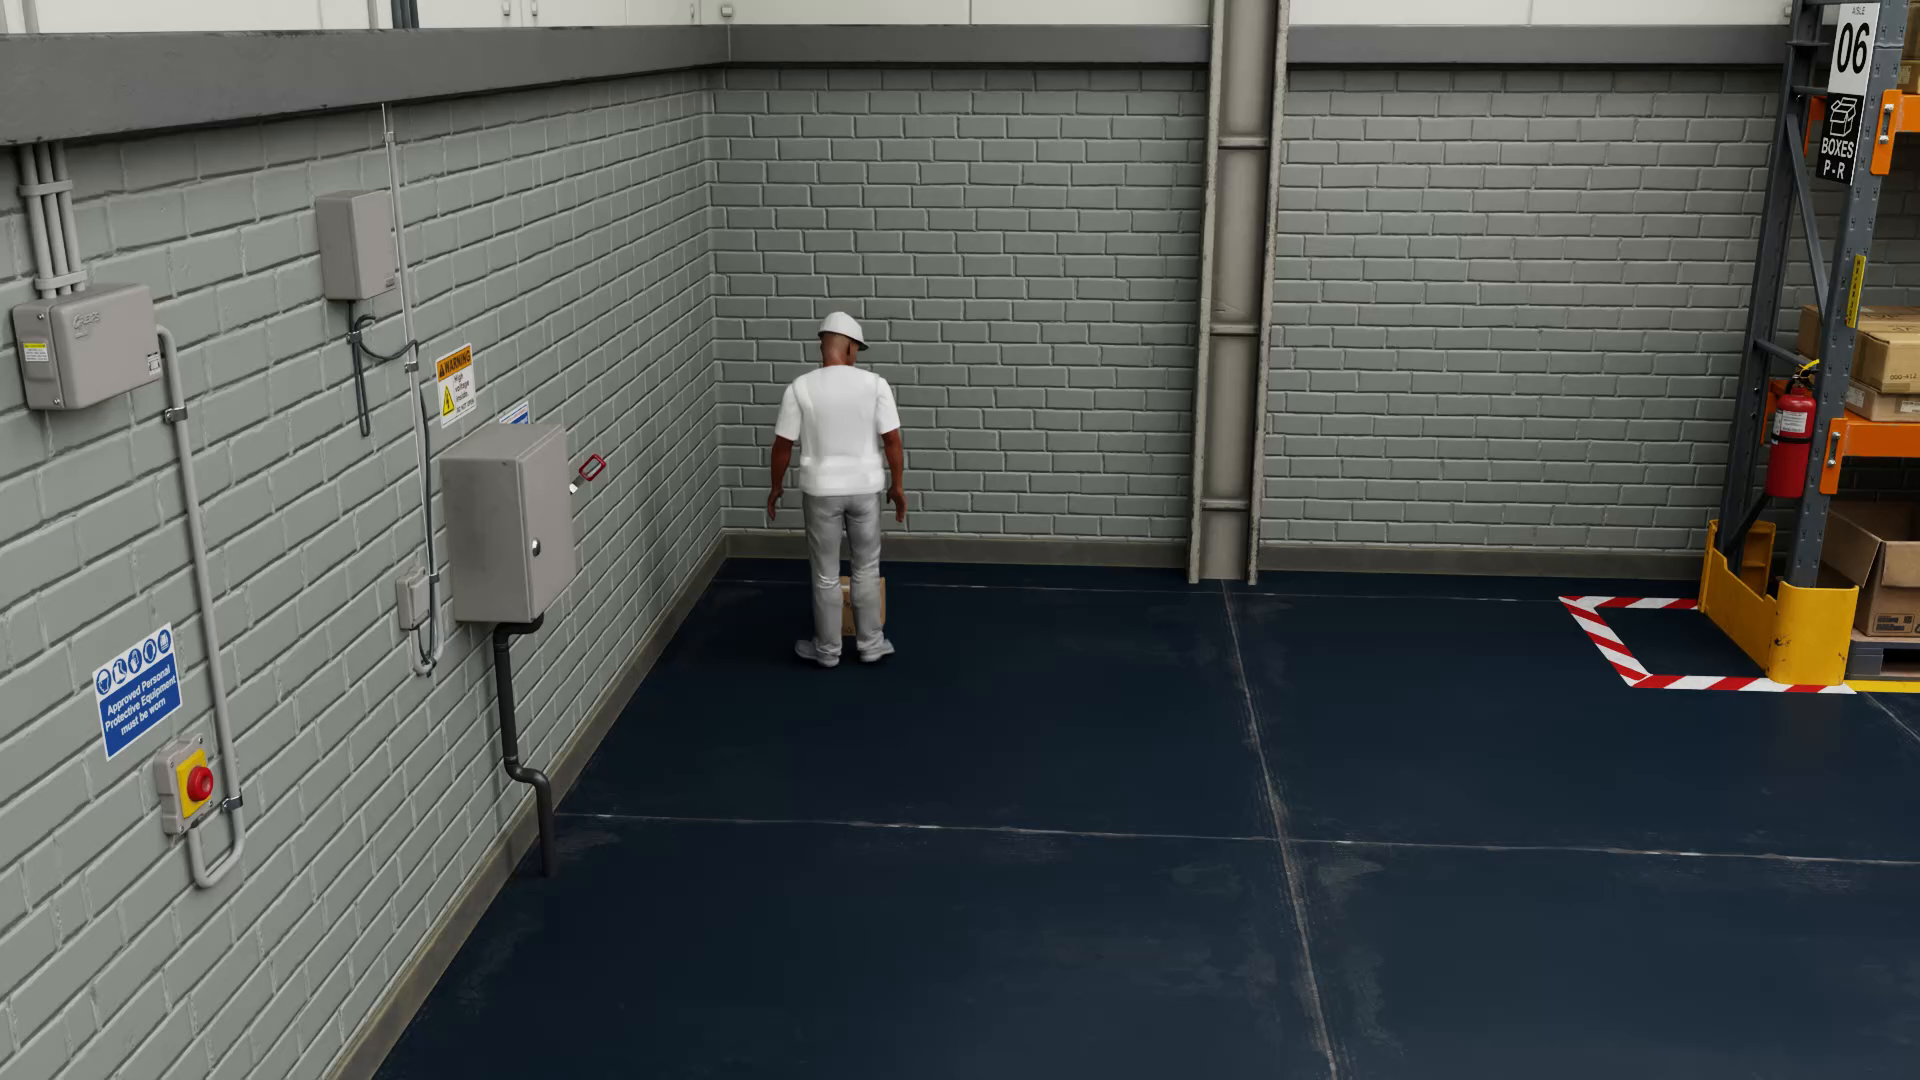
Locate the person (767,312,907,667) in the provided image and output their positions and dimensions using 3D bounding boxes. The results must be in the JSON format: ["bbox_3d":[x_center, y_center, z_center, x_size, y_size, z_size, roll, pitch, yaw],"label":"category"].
[{"bbox_3d":[-0.611,-0.230,8.225,0.675,1.778,0.377,-3,18,-10],"label":"person"}]
